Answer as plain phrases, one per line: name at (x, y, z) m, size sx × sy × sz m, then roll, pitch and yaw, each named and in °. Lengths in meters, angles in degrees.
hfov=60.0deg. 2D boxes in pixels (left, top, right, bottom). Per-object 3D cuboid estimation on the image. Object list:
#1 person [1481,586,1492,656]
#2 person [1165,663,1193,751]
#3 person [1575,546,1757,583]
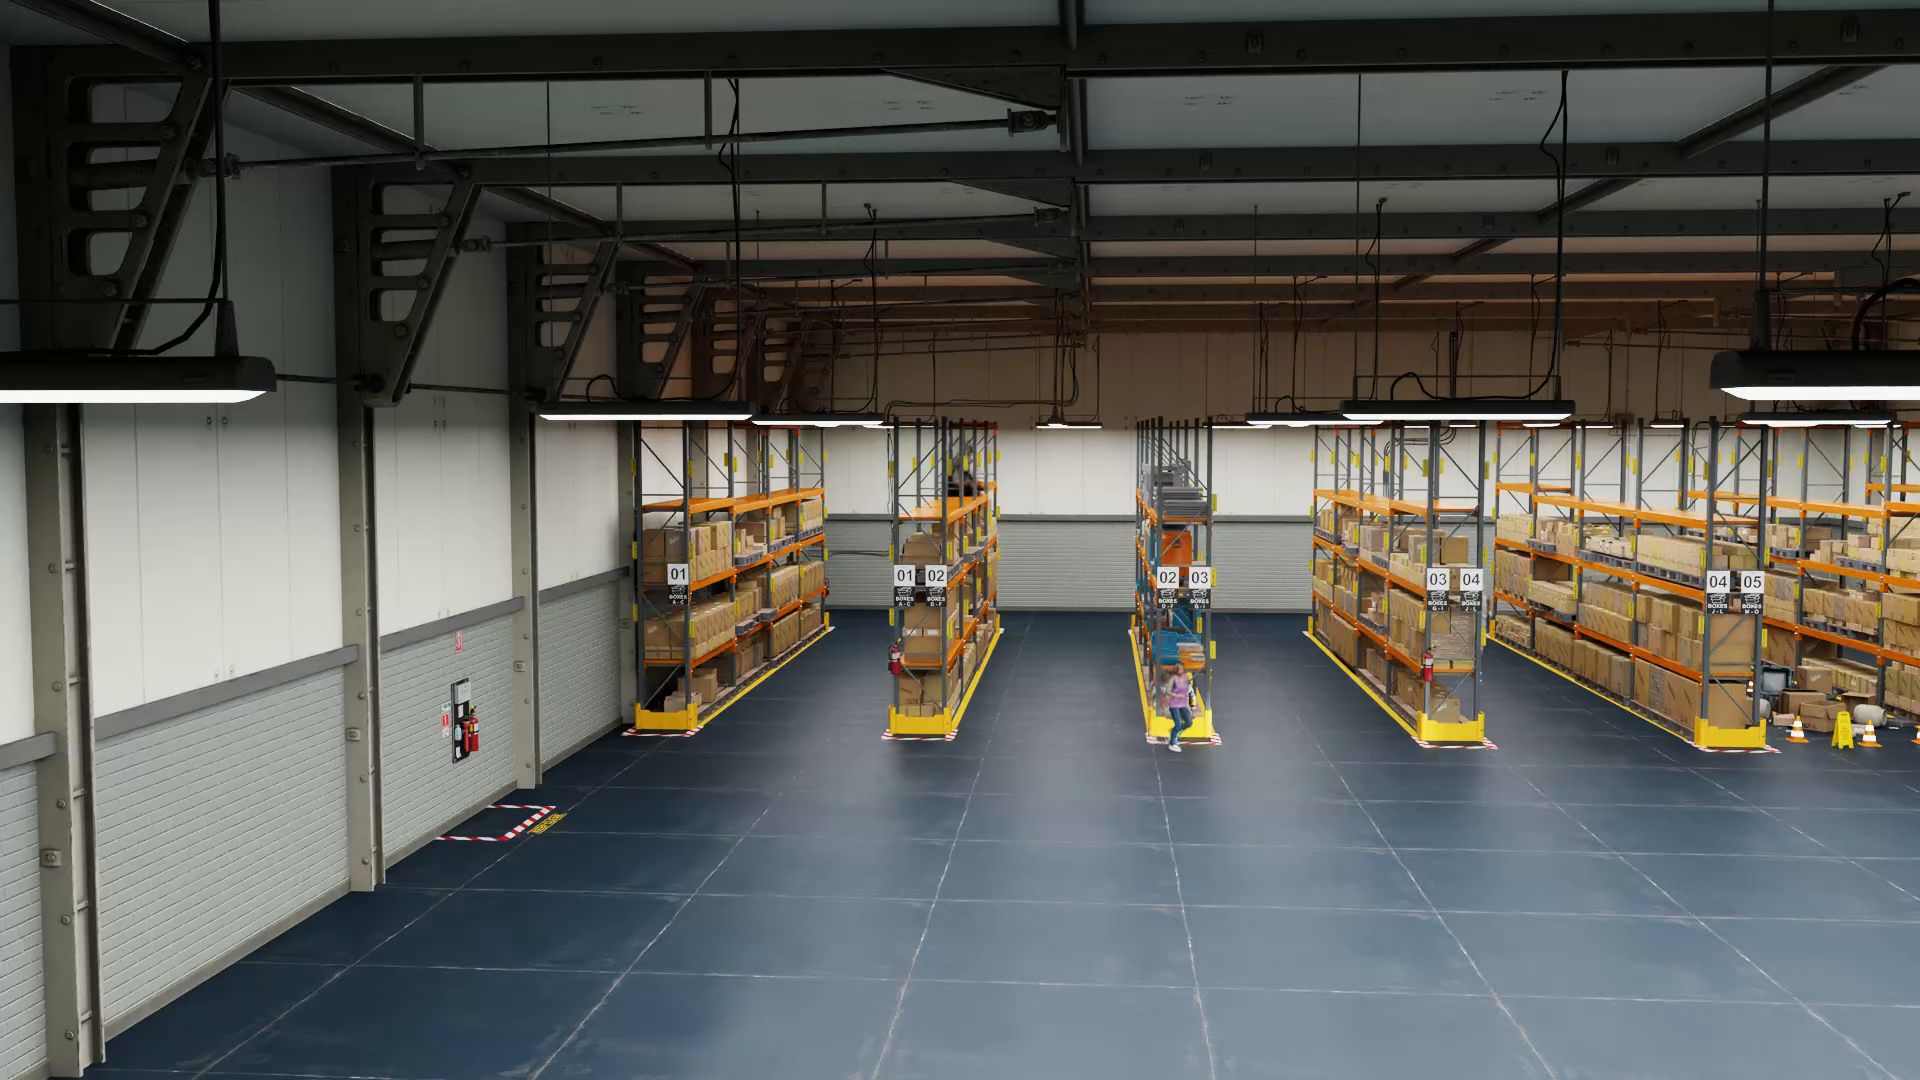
person at (13.315, 2.040, 42.685) m, size 0.685 × 1.801 × 0.872 m, roll 0°, pitch 4°, yaw 1°
person at (3.944, 3.000, 29.791) m, size 0.559 × 1.572 × 0.522 m, roll -3°, pitch 5°, yaw -38°
person at (16.093, 1.390, 38.968) m, size 2.785 × 3.624 × 17.227 m, roll 0°, pitch 4°, yaw 3°
